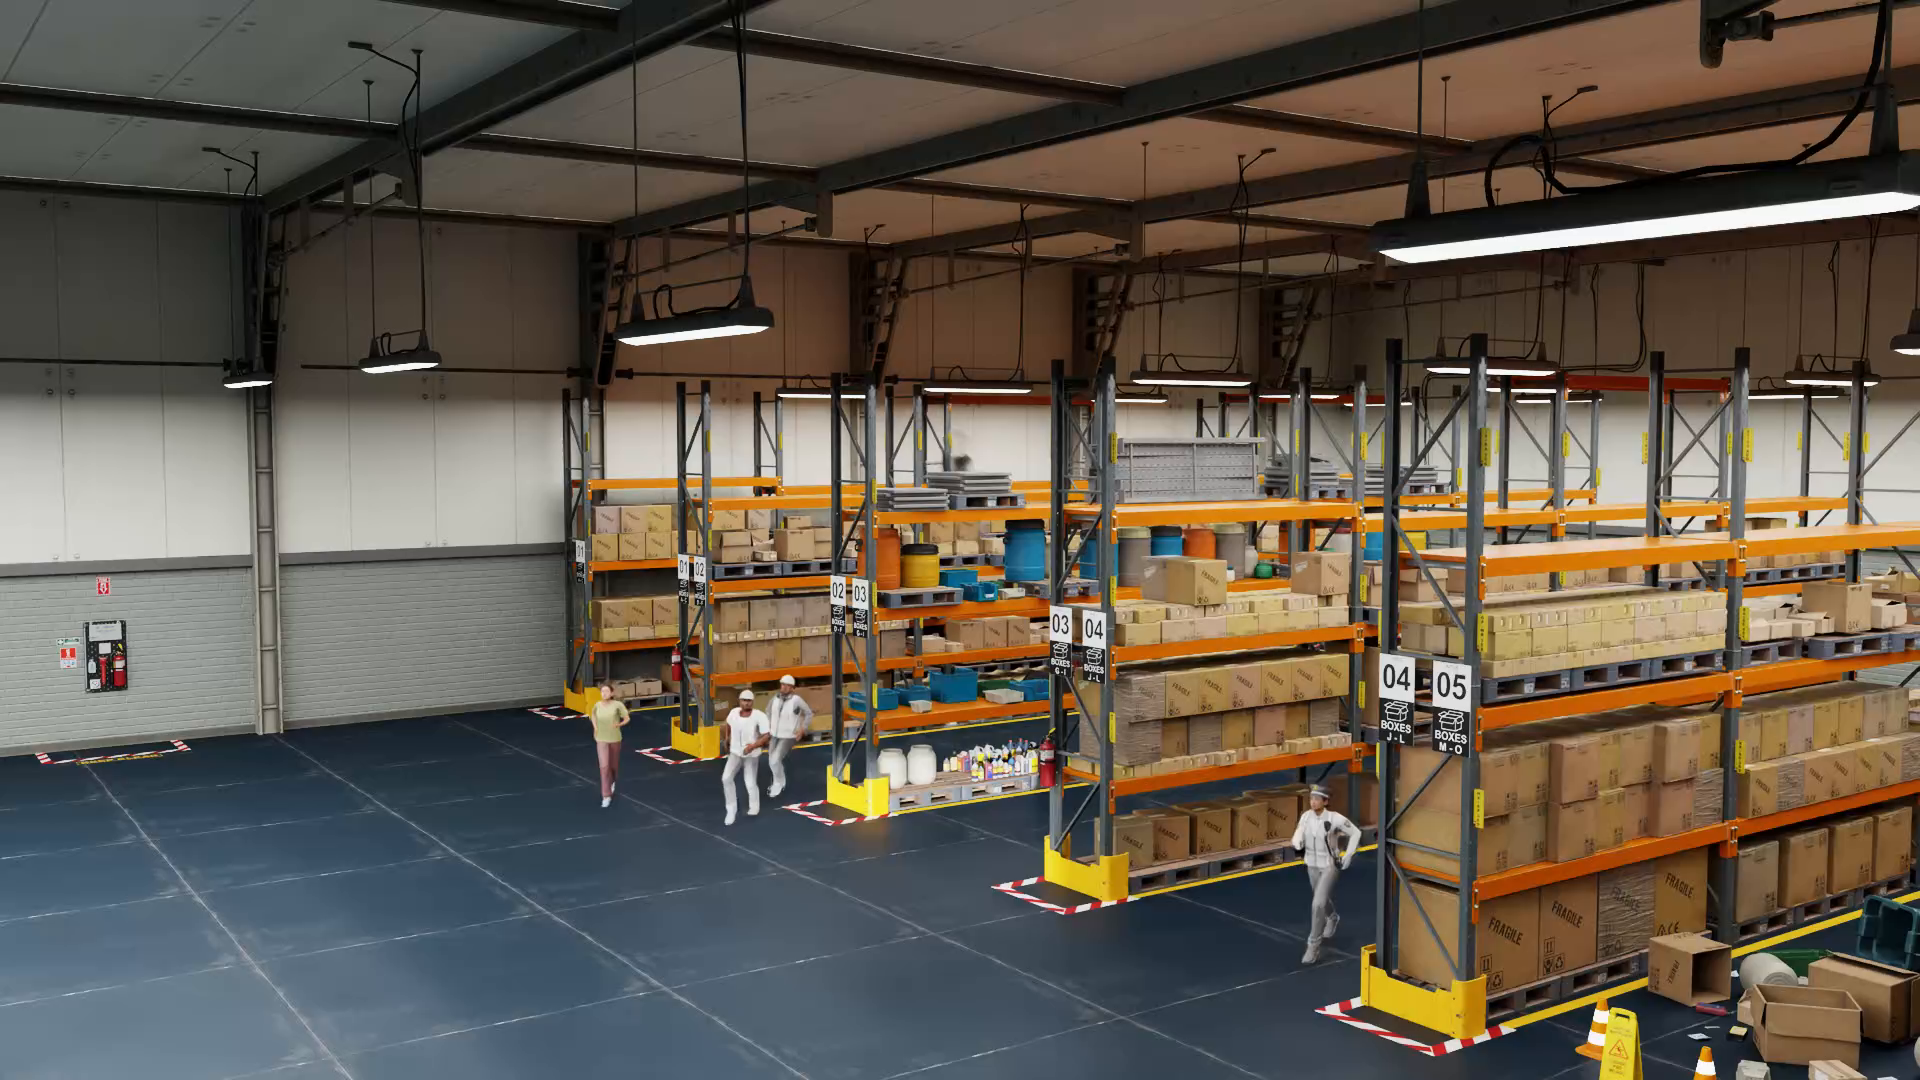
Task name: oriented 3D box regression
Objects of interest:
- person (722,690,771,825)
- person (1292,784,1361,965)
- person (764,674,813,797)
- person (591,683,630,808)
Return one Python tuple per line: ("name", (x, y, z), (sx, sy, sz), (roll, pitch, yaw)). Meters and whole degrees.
("person", (-2.859, 2.879, 22.150), (0.710, 1.789, 0.699), (1, 4, 15))
("person", (3.631, 3.258, 16.503), (0.623, 1.730, 0.914), (4, 5, 44))
("person", (-2.506, 2.786, 23.662), (0.714, 1.755, 0.646), (2, 4, 30))
("person", (-4.903, 2.837, 23.322), (0.564, 1.675, 0.891), (0, 4, -5))
